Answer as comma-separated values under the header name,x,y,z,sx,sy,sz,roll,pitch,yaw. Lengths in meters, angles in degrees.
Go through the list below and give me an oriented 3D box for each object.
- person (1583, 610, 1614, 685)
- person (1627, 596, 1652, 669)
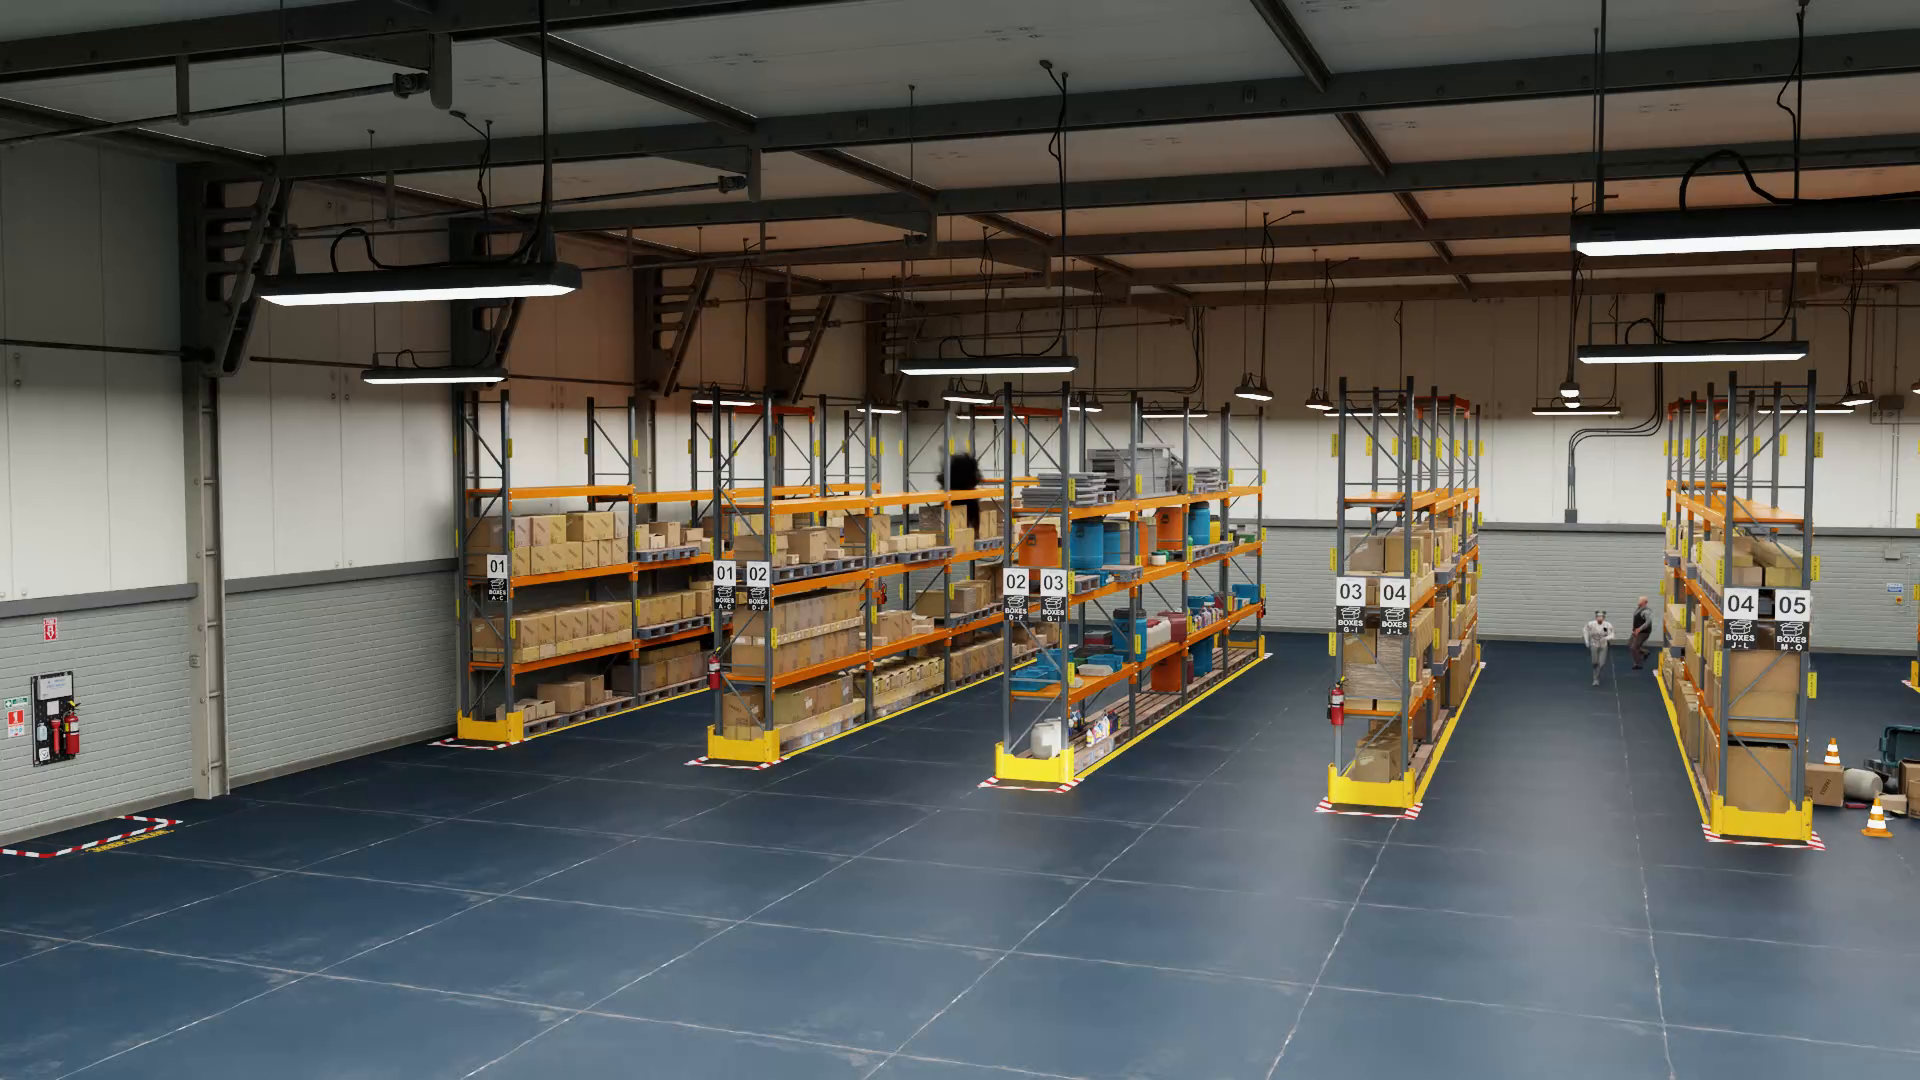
name,x,y,z,sx,sy,sz,roll,pitch,yaw
person,13.503,2.273,35.161,0.604,1.617,0.662,1,3,17
person,15.432,2.117,37.642,0.546,1.703,0.681,0,3,-1
